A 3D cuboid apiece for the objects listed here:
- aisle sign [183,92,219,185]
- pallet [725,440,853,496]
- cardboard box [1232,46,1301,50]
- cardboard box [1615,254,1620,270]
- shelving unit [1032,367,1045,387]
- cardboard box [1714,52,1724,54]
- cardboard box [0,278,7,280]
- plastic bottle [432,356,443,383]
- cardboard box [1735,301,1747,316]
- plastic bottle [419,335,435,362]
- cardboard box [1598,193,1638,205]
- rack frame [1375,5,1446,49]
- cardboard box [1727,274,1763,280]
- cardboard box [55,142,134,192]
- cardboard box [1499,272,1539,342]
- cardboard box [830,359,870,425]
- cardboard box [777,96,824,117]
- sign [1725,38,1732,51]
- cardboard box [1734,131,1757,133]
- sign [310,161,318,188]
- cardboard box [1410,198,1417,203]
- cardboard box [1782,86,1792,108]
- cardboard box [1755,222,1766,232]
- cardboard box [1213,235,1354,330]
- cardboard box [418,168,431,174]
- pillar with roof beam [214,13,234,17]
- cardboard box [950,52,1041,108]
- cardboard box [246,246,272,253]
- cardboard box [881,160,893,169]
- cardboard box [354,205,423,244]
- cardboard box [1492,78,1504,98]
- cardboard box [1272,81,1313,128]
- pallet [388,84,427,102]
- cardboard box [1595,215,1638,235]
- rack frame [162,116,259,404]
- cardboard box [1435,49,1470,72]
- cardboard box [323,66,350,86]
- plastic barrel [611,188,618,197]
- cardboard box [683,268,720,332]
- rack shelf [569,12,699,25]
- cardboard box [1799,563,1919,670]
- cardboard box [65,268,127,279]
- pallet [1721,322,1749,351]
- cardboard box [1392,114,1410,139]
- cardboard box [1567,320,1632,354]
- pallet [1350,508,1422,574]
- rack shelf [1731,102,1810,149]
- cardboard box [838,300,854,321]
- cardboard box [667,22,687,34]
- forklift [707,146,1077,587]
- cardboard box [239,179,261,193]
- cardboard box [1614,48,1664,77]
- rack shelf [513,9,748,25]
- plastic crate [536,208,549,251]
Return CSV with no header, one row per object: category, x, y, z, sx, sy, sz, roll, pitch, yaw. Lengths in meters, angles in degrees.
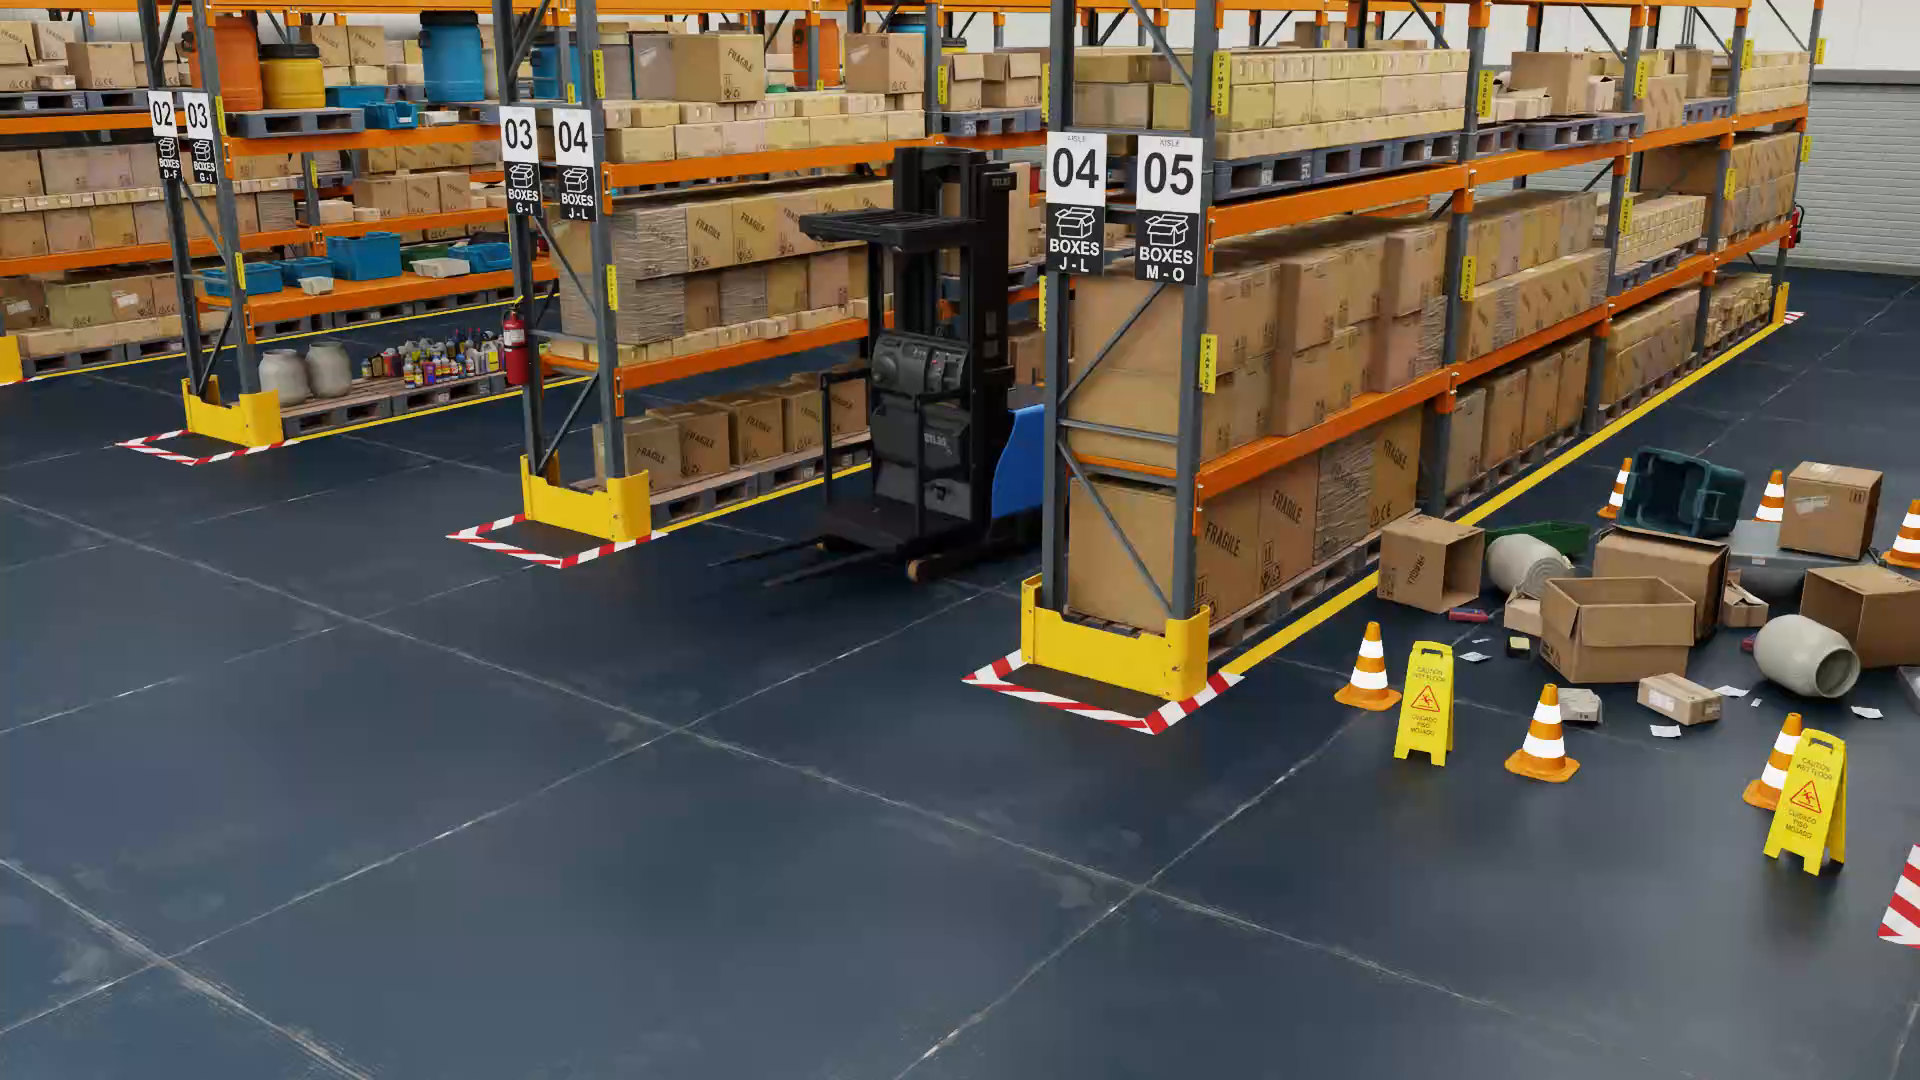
aisle sign,-6.770,-3.579,14.828,0.394,0.787,0.004,12,21,35
pallet,-1.700,-0.694,14.623,1.003,0.211,1.213,12,21,35
cardboard box,3.828,-5.930,20.848,0.700,0.500,0.500,13,22,36
cardboard box,6.134,-2.688,16.056,0.380,0.149,0.250,12,21,34
shelving unit,0.829,-0.813,13.338,0.503,1.200,0.258,-16,24,-42
cardboard box,8.940,-5.778,19.973,0.380,0.149,0.250,12,21,34
cardboard box,-13.505,-3.581,23.283,0.380,0.149,0.250,10,20,30
plastic bottle,-5.428,-1.772,17.251,0.097,0.271,0.097,0,17,0
cardboard box,9.471,-2.869,20.521,0.380,0.149,0.250,13,21,35
plastic bottle,-5.759,-2.039,17.977,0.144,0.351,0.185,12,21,34
cardboard box,7.323,-3.774,18.550,0.380,0.149,0.250,13,22,36
rack frame,6.549,-8.207,23.999,1.000,3.000,0.127,12,21,35
cardboard box,10.164,-3.344,21.551,0.380,0.149,0.250,13,21,36
cardboard box,-10.010,-4.318,19.234,0.700,0.500,0.500,13,21,35
cardboard box,4.452,-1.948,13.790,0.500,0.500,0.500,12,21,34
cardboard box,-0.872,-1.403,15.709,0.500,0.500,0.500,12,21,33
cardboard box,-1.344,-3.592,13.776,0.380,0.149,0.250,14,22,37
sign,10.036,-6.387,21.723,0.100,0.325,0.005,12,21,35
cardboard box,9.991,-5.049,21.588,0.500,0.500,0.500,12,21,34
sign,-8.108,-4.589,20.870,0.100,0.325,0.005,12,21,35
cardboard box,6.447,-5.017,24.265,0.380,0.149,0.250,13,21,35
cardboard box,9.809,-5.409,20.298,0.500,0.250,0.500,14,22,37
cardboard box,9.875,-3.957,20.850,0.380,0.149,0.250,11,21,32
cardboard box,2.098,-1.705,11.104,0.875,0.550,0.500,12,21,35
cardboard box,-9.188,-6.241,28.175,0.380,0.149,0.250,13,21,36
pillar with roof beam,-8.164,-8.010,23.364,9.100,9.000,0.400,12,21,35
cardboard box,0.319,-4.485,16.190,0.797,0.503,0.637,13,22,37
cardboard box,-11.213,-4.673,26.206,0.700,0.500,0.500,12,21,34
cardboard box,-1.453,-6.986,30.015,0.500,0.500,0.500,13,22,36
cardboard box,-9.609,-5.388,27.954,0.750,0.750,0.750,12,21,34
cardboard box,4.190,-3.678,13.746,0.500,0.311,0.500,12,21,33
cardboard box,1.734,-2.573,9.787,0.500,0.250,0.500,12,21,34
pallet,-7.168,-6.086,22.545,1.003,0.211,1.213,14,22,37
cardboard box,6.444,-3.099,16.377,0.380,0.149,0.250,12,21,34
rack frame,-6.962,-2.406,15.435,1.000,3.000,0.127,12,21,35
cardboard box,3.360,-3.382,11.720,0.380,0.149,0.250,12,21,34
cardboard box,-8.180,-5.942,21.307,0.500,0.250,0.500,15,23,40
plastic barrel,-4.106,-3.637,18.553,0.600,0.901,0.708,12,21,35
cardboard box,-2.433,-1.988,13.416,0.875,0.500,0.500,12,21,35
rack shelf,-6.577,-9.822,31.087,1.077,0.370,4.000,12,21,35
cardboard box,5.626,0.475,10.369,0.500,0.500,0.500,-4,18,-13
cardboard box,-10.274,-2.949,19.847,0.500,0.500,0.500,12,21,35
pallet,9.187,-2.615,20.809,1.003,0.211,1.213,12,21,35
cardboard box,2.757,-2.759,11.060,0.380,0.149,0.250,13,21,36
cardboard box,6.310,-2.023,16.441,0.500,0.250,0.500,11,21,32
pallet,2.806,-0.084,12.660,1.003,0.211,1.213,12,21,35
rack shelf,9.280,-5.054,20.117,1.077,0.370,4.000,12,21,35
cardboard box,-1.161,-2.039,14.674,0.380,0.149,0.250,12,21,35
cardboard box,-5.602,-9.713,32.017,0.500,0.500,0.500,12,21,35
forklift,-0.441,-1.269,11.889,3.031,2.935,1.130,-16,24,-42
cardboard box,-8.848,-4.369,20.492,0.380,0.149,0.250,12,21,33
cardboard box,6.475,-4.552,15.828,0.396,0.266,0.258,12,21,35
rack shelf,-4.980,-7.995,25.203,1.077,0.370,4.000,12,21,35
plastic crate,-4.536,-3.559,19.039,0.402,0.464,0.583,12,21,35
